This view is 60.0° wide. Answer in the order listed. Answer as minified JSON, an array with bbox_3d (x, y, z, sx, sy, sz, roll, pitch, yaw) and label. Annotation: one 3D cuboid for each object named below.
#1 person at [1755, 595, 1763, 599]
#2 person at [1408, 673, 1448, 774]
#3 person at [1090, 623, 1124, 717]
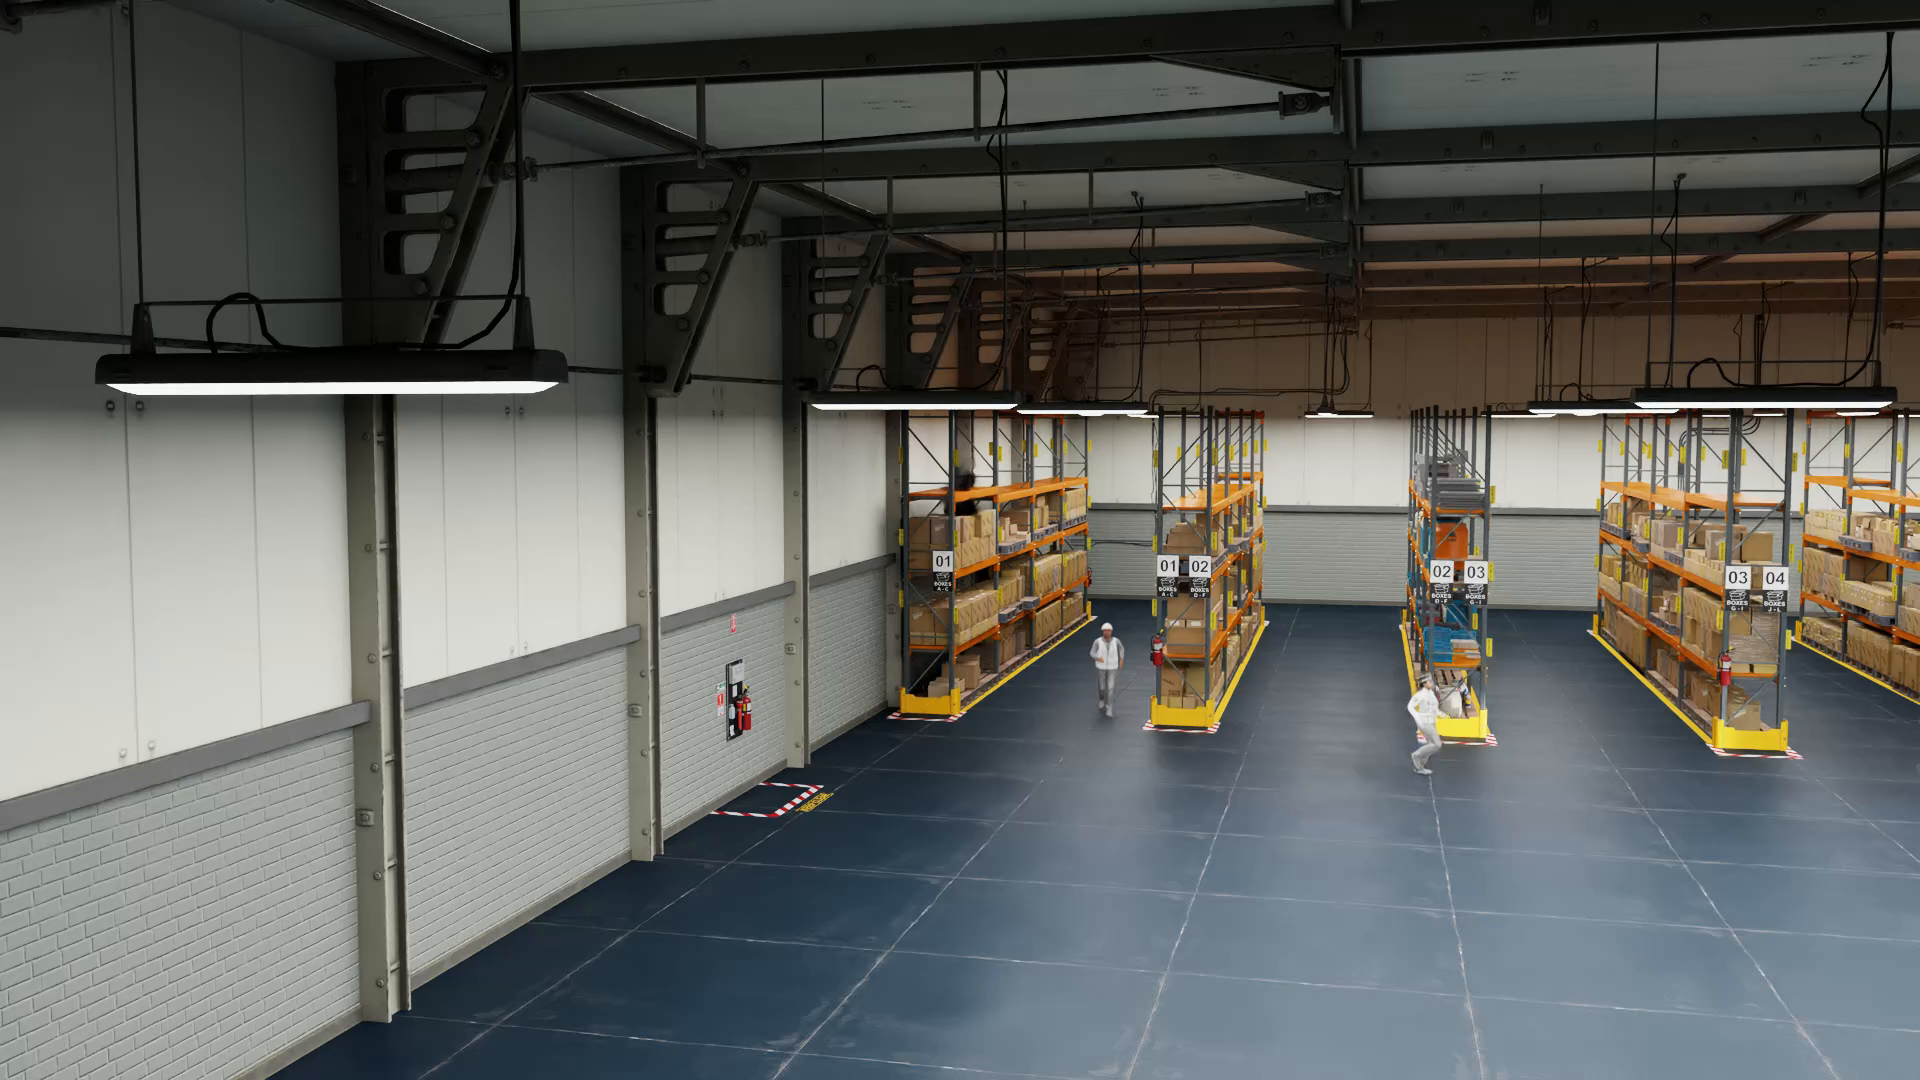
[{"bbox_3d":[20.977,1.734,43.994,0.865,1.663,0.674,-2,5,-29],"label":"person"},{"bbox_3d":[7.595,2.965,26.877,0.547,1.651,0.614,3,5,38],"label":"person"},{"bbox_3d":[2.874,2.507,32.458,0.676,1.790,0.826,0,4,3],"label":"person"}]
